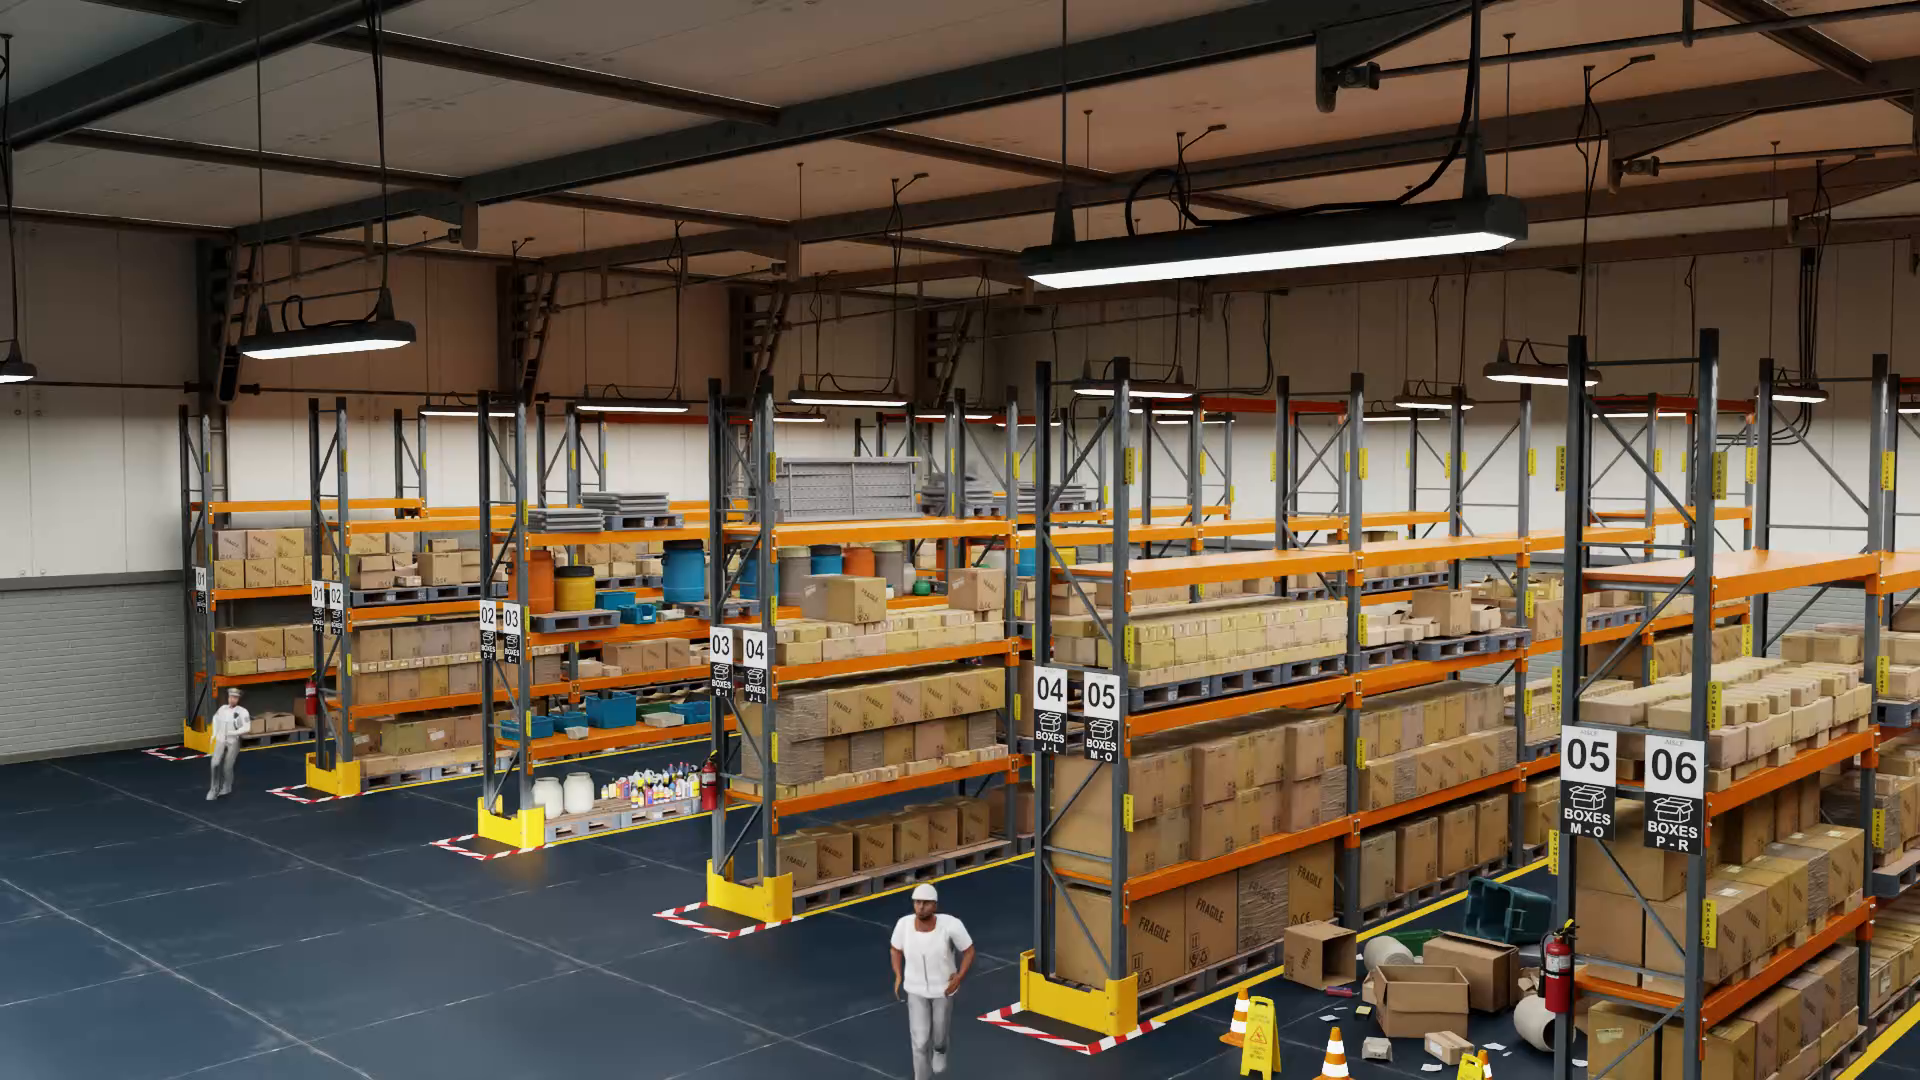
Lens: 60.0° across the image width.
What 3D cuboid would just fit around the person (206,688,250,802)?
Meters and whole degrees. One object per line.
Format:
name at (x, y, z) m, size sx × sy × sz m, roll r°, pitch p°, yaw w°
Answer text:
person at (-10.891, 3.026, 24.816) m, size 0.608 × 1.656 × 0.653 m, roll 0°, pitch 3°, yaw -7°

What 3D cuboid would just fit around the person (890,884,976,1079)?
person at (-0.221, 3.587, 13.269) m, size 0.694 × 1.772 × 0.810 m, roll 0°, pitch 3°, yaw 7°
